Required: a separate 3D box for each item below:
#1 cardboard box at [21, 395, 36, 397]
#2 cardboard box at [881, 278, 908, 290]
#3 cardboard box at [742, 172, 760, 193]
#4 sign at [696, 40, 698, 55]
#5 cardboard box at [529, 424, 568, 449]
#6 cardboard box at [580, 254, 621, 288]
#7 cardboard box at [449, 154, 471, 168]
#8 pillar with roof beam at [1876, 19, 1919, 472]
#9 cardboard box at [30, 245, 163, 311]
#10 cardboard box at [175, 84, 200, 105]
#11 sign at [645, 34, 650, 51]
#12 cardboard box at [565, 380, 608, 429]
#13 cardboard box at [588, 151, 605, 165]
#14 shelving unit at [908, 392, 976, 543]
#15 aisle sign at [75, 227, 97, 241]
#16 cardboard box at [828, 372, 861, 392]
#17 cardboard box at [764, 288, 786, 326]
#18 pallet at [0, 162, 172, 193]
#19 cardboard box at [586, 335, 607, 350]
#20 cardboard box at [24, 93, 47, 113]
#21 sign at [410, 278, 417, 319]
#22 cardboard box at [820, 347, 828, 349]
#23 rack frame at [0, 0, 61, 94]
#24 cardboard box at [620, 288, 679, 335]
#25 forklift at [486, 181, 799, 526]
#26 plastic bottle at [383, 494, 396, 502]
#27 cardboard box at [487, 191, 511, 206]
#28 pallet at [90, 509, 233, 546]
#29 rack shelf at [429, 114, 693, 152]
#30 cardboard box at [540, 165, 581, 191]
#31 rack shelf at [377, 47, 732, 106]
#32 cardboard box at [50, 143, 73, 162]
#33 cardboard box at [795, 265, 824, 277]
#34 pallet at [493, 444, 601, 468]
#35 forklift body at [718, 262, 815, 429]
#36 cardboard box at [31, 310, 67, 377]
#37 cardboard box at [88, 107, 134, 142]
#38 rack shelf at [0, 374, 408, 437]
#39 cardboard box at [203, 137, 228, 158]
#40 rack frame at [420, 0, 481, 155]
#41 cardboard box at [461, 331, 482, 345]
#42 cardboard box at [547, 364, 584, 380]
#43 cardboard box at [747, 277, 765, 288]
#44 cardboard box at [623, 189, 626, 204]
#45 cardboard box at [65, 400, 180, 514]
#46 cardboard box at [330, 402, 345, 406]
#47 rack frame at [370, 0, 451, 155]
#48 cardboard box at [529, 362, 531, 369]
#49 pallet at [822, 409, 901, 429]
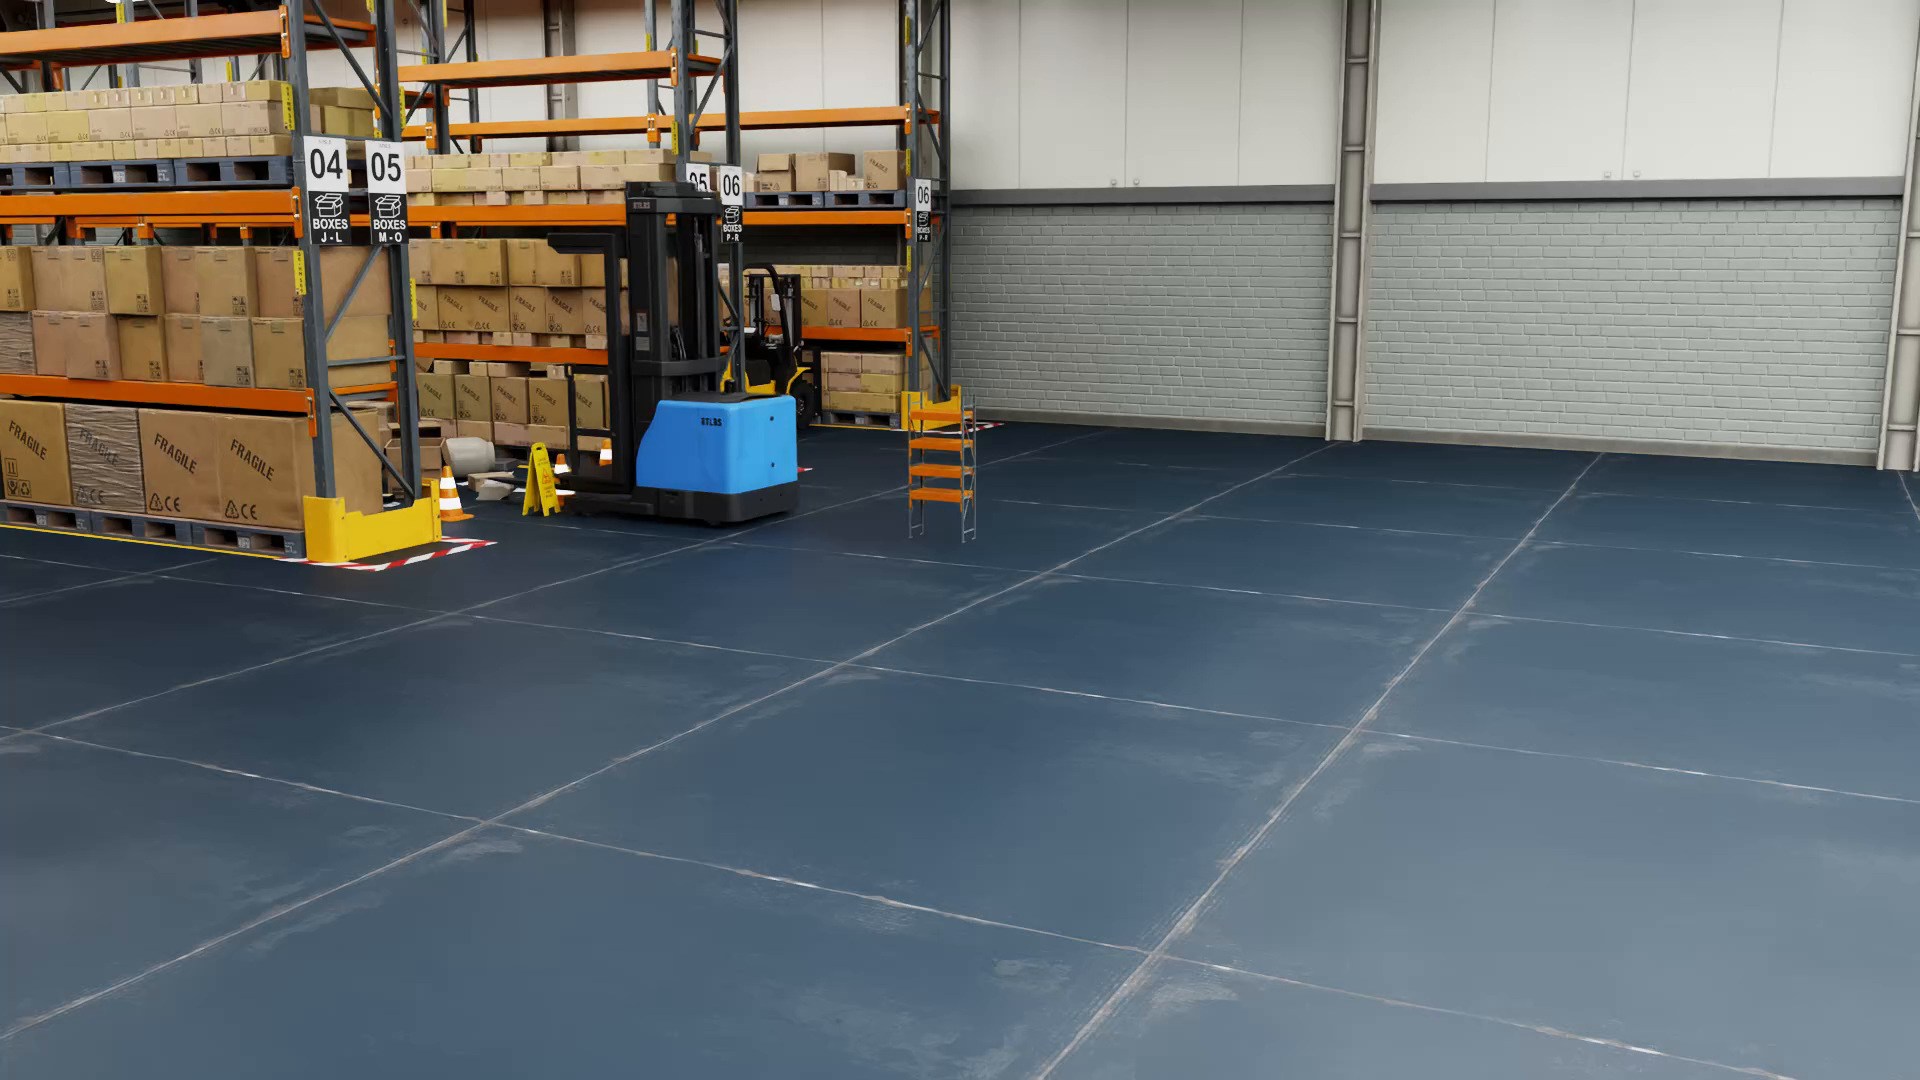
[{"bbox_3d":[-11.948,-2.201,22.258,0.875,0.875,0.875,5,12,27],"label":"cardboard box"},{"bbox_3d":[-0.834,-3.345,21.686,0.250,0.149,0.380,5,11,27],"label":"cardboard box"},{"bbox_3d":[-2.789,-4.809,22.375,0.258,0.266,0.396,5,11,24],"label":"cardboard box"},{"bbox_3d":[-3.718,-6.885,23.438,0.005,0.325,0.100,5,11,26],"label":"sign"},{"bbox_3d":[-4.368,-1.158,18.245,0.500,0.250,0.500,5,11,24],"label":"cardboard box"},{"bbox_3d":[-3.597,-2.935,17.600,0.500,0.500,0.700,5,11,26],"label":"cardboard box"},{"bbox_3d":[-5.338,-4.121,18.120,0.250,0.149,0.380,5,11,25],"label":"cardboard box"},{"bbox_3d":[8.232,-4.511,13.390,0.400,9.000,9.100,5,11,26],"label":"pillar with roof beam"},{"bbox_3d":[-7.418,-2.263,14.360,0.550,0.550,0.875,5,11,26],"label":"cardboard box"},{"bbox_3d":[-5.830,-3.435,12.873,0.250,0.149,0.380,5,12,27],"label":"cardboard box"},{"bbox_3d":[-4.215,-6.672,22.482,0.005,0.325,0.100,5,11,26],"label":"sign"},{"bbox_3d":[-3.895,-1.485,17.951,0.500,0.500,0.500,6,12,28],"label":"cardboard box"},{"bbox_3d":[-3.682,-3.997,17.435,0.250,0.149,0.380,5,11,26],"label":"cardboard box"},{"bbox_3d":[-0.148,-0.603,13.695,0.503,1.200,0.258,5,11,26],"label":"shelving unit"},{"bbox_3d":[-14.938,-5.492,28.355,0.004,0.787,0.394,5,11,26],"label":"aisle sign"},{"bbox_3d":[-1.419,-2.123,22.176,0.500,0.250,0.500,5,11,25],"label":"cardboard box"},{"bbox_3d":[-2.333,-3.160,22.489,0.500,0.500,0.500,5,11,26],"label":"cardboard box"},{"bbox_3d":[-7.549,-3.084,14.172,1.213,0.211,1.003,5,11,26],"label":"pallet"},{"bbox_3d":[-3.763,-2.114,17.692,0.250,0.149,0.380,5,12,27],"label":"cardboard box"},{"bbox_3d":[-7.418,-3.575,13.646,0.250,0.149,0.380,5,11,25],"label":"cardboard box"},{"bbox_3d":[-4.440,-1.955,13.458,0.005,0.325,0.100,5,11,26],"label":"sign"},{"bbox_3d":[-2.096,-2.529,23.015,0.500,0.250,0.500,5,11,25],"label":"cardboard box"},{"bbox_3d":[-8.278,-4.669,14.263,0.127,3.000,1.000,5,11,26],"label":"rack frame"},{"bbox_3d":[-3.200,-2.395,17.425,0.500,0.500,0.500,5,11,25],"label":"cardboard box"},{"bbox_3d":[-2.991,-1.729,15.055,3.031,2.935,1.130,6,12,28],"label":"forklift"},{"bbox_3d":[-5.512,-0.398,15.758,0.283,0.061,0.133,1,10,6],"label":"plastic bottle"},{"bbox_3d":[-4.890,-3.689,17.973,0.250,0.149,0.380,5,11,25],"label":"cardboard box"},{"bbox_3d":[-6.533,-0.177,14.115,1.213,0.211,1.003,5,11,26],"label":"pallet"},{"bbox_3d":[-5.779,-5.868,24.027,4.000,0.370,1.077,5,11,26],"label":"rack shelf"},{"bbox_3d":[-4.088,-3.827,17.614,0.500,0.250,0.500,5,12,27],"label":"cardboard box"},{"bbox_3d":[-4.385,-4.955,17.868,4.000,0.370,1.077,5,11,26],"label":"rack shelf"},{"bbox_3d":[-7.189,-3.163,13.606,0.250,0.149,0.380,5,11,25],"label":"cardboard box"},{"bbox_3d":[-2.002,-3.588,22.193,0.250,0.149,0.380,5,12,27],"label":"cardboard box"},{"bbox_3d":[-4.463,-1.001,18.666,1.213,0.211,1.003,5,11,26],"label":"pallet"},{"bbox_3d":[-2.907,-2.434,21.141,1.214,2.155,2.313,5,11,26],"label":"forklift body"},{"bbox_3d":[-7.439,-1.724,14.414,0.550,0.550,0.875,5,11,26],"label":"cardboard box"},{"bbox_3d":[-6.604,-3.320,13.353,0.500,0.250,0.500,5,11,26],"label":"cardboard box"},{"bbox_3d":[-6.485,-1.206,13.990,4.000,0.370,1.077,5,11,26],"label":"rack shelf"},{"bbox_3d":[-5.596,-3.023,12.832,0.250,0.149,0.380,5,11,27],"label":"cardboard box"},{"bbox_3d":[-7.573,-6.576,24.798,0.127,3.000,1.000,5,11,26],"label":"rack frame"},{"bbox_3d":[-5.331,-2.264,18.520,0.250,0.149,0.380,5,12,28],"label":"cardboard box"},{"bbox_3d":[-4.244,-1.824,17.998,0.250,0.149,0.380,6,12,28],"label":"cardboard box"},{"bbox_3d":[-2.681,-3.505,22.571,0.250,0.149,0.380,5,11,24],"label":"cardboard box"},{"bbox_3d":[-3.273,-3.551,17.211,0.250,0.149,0.380,5,11,26],"label":"cardboard box"},{"bbox_3d":[-6.935,-0.747,14.224,0.875,0.875,0.875,5,11,26],"label":"cardboard box"},{"bbox_3d":[-6.940,-1.372,17.780,0.500,0.500,0.500,5,11,26],"label":"cardboard box"},{"bbox_3d":[-6.179,-5.468,18.675,0.127,3.000,1.000,5,11,26],"label":"rack frame"},{"bbox_3d":[-6.430,-2.561,24.945,0.625,0.625,0.875,5,12,28],"label":"cardboard box"},{"bbox_3d":[-1.103,-1.675,22.394,1.213,0.211,1.003,5,11,26],"label":"pallet"}]
